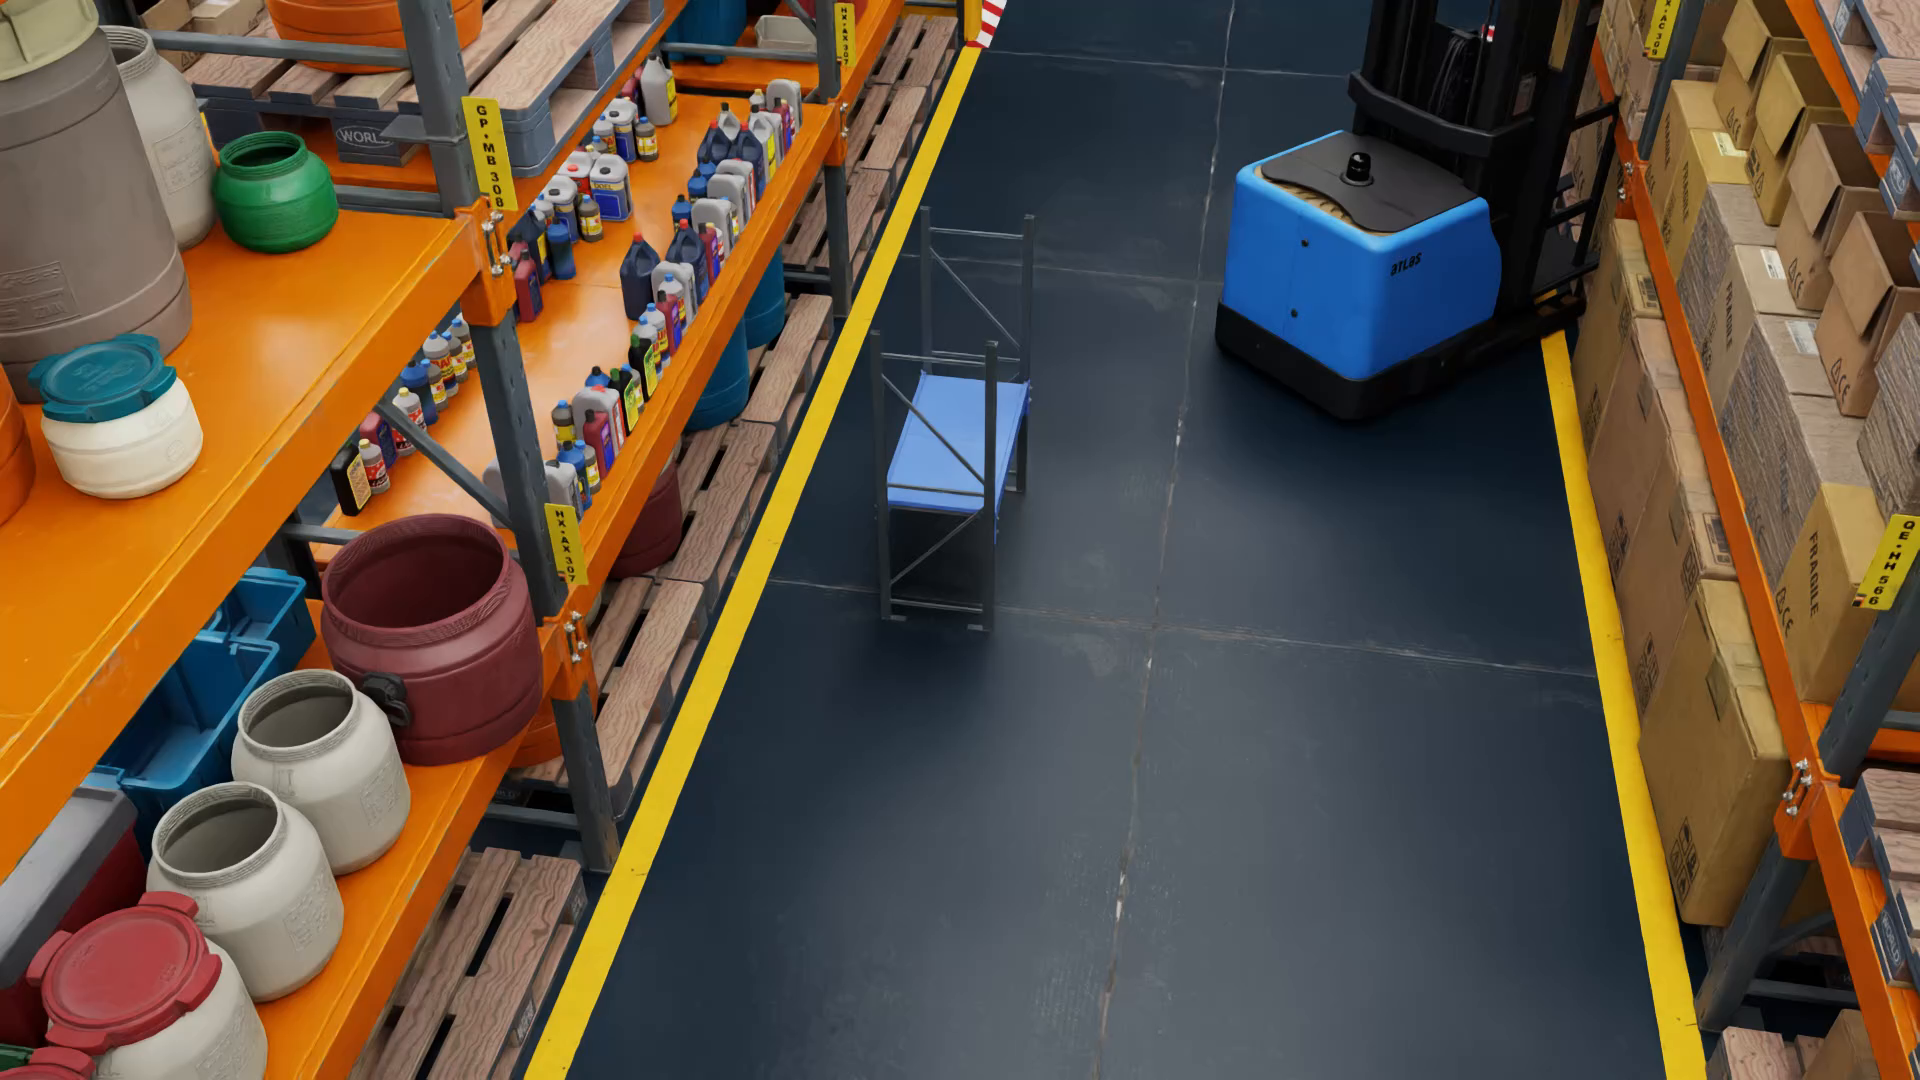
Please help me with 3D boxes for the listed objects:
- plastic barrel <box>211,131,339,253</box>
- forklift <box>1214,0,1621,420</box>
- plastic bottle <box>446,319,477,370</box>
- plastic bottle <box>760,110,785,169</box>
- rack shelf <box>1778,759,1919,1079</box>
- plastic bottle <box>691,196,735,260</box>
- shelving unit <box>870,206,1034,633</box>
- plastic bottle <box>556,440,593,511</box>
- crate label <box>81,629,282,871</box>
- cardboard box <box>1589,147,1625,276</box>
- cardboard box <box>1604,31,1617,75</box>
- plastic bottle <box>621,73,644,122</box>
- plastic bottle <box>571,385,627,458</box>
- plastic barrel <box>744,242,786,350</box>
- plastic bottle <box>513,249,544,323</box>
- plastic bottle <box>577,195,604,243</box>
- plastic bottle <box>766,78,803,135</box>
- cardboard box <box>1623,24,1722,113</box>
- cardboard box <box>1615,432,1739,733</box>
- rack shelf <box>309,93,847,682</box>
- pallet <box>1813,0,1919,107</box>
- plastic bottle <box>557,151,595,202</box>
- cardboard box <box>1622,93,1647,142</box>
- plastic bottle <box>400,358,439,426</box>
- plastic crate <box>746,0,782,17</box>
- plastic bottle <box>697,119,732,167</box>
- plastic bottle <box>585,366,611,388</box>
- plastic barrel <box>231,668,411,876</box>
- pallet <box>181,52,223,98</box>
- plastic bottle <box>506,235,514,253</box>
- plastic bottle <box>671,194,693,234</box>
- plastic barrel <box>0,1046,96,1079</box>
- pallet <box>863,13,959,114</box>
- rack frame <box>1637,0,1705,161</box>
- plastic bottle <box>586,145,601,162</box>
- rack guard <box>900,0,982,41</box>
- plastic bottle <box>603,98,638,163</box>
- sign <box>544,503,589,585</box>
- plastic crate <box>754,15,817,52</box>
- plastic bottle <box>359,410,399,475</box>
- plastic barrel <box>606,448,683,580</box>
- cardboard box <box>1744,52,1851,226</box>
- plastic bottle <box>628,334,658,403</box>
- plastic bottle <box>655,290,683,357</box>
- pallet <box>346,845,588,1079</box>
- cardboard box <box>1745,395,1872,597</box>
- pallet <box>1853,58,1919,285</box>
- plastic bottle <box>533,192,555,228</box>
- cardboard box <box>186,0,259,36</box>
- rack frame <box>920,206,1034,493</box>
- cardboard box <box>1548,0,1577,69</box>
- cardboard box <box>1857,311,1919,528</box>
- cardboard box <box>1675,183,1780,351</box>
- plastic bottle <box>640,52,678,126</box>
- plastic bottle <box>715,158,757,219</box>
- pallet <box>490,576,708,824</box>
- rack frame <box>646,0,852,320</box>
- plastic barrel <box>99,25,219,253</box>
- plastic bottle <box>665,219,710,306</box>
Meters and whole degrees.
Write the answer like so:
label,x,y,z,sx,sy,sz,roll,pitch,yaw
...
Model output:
label,x,y,z,sx,sy,sz,roll,pitch,yaw
plastic barrel,-1.799,-0.913,4.365,0.294,0.245,0.294,0,40,0
forklift,2.871,-2.505,8.576,3.031,2.935,1.130,-26,46,-28
plastic bottle,-1.978,-0.783,6.596,0.097,0.201,0.097,0,40,0
plastic bottle,-0.928,-1.928,7.922,0.152,0.276,0.135,6,40,8
rack shelf,2.725,2.101,3.516,1.077,0.370,4.000,6,40,8
plastic bottle,-1.079,-1.381,7.261,0.152,0.276,0.135,6,40,8
shelving unit,-0.015,-0.524,7.304,0.538,1.500,1.048,6,40,8
plastic bottle,-1.367,-0.233,5.876,0.097,0.271,0.097,0,40,0
crate label,-2.245,0.603,4.736,0.502,0.435,0.616,6,40,8
cardboard box,3.956,-1.690,8.875,0.875,0.875,0.875,6,40,8
cardboard box,3.627,-2.556,8.782,0.380,0.149,0.250,7,40,9
plastic bottle,-1.622,-2.176,8.216,0.061,0.283,0.133,6,40,8
plastic bottle,-1.334,-0.456,6.141,0.152,0.276,0.135,6,40,8
plastic barrel,-1.226,-1.501,8.626,0.600,0.901,0.708,6,40,8
plastic bottle,-1.786,-1.051,6.855,0.061,0.283,0.133,6,40,8
plastic bottle,-1.645,-1.434,7.383,0.097,0.201,0.097,0,40,0
plastic bottle,-0.865,-2.157,8.199,0.152,0.276,0.135,6,40,8
cardboard box,3.581,-2.304,8.164,0.500,0.250,0.500,6,40,7
cardboard box,3.373,0.236,6.545,1.225,0.875,0.875,7,40,8
rack shelf,-1.461,-0.955,7.213,1.077,0.370,4.000,6,40,8
pallet,3.321,-1.627,5.254,1.003,0.211,1.213,8,40,10
plastic bottle,-1.731,-1.610,7.538,0.152,0.276,0.135,6,40,8
cardboard box,3.493,-2.072,8.196,0.380,0.149,0.250,7,40,8
plastic bottle,-2.046,-0.566,6.278,0.097,0.271,0.097,0,40,0
plastic crate,-1.186,-3.137,9.456,0.437,0.125,0.590,6,40,8
plastic bottle,-1.126,-1.756,7.655,0.144,0.351,0.185,6,40,8
plastic bottle,-1.347,-0.530,6.235,0.097,0.271,0.097,0,40,0
plastic barrel,-1.775,0.649,4.620,0.421,0.512,0.421,0,40,0
pallet,-5.664,-3.160,11.504,1.003,0.211,1.213,6,40,8
plastic bottle,-1.904,-1.150,6.976,0.061,0.283,0.133,6,40,8
plastic bottle,-1.205,-1.381,7.265,0.097,0.271,0.097,0,40,0
plastic barrel,-1.991,1.444,3.640,0.433,0.535,0.433,0,40,0
pallet,-0.604,-3.410,11.806,1.003,0.211,1.213,6,40,8
rack frame,3.763,-1.942,7.841,1.000,3.000,0.127,6,40,8
plastic bottle,-1.714,-1.741,7.755,0.097,0.201,0.097,0,40,0
rack guard,-0.431,-4.051,12.354,1.175,0.500,0.348,6,40,8
plastic bottle,-1.634,-1.962,7.963,0.152,0.276,0.135,6,40,8
sign,-1.264,0.016,5.345,0.100,0.325,0.005,6,40,8
plastic crate,-0.894,-2.686,8.901,0.396,0.136,0.243,6,40,8
plastic bottle,-2.117,-0.378,6.042,0.061,0.283,0.133,6,40,8
plastic barrel,-1.544,-0.227,7.331,0.600,0.588,0.708,6,40,8
cardboard box,3.531,-1.535,6.484,0.797,0.503,0.637,7,40,8
plastic bottle,-1.226,-0.683,6.410,0.061,0.283,0.133,6,40,8
plastic bottle,-1.169,-0.888,6.659,0.061,0.283,0.133,6,40,8
pallet,-1.979,1.579,5.771,1.003,0.211,1.213,6,40,8
cardboard box,3.004,-0.119,5.558,0.500,0.500,0.500,6,40,7
pallet,3.130,-0.924,4.405,1.213,0.211,1.003,8,40,10
plastic bottle,-1.818,-1.393,7.279,0.097,0.271,0.097,0,40,0
cardboard box,-5.346,-3.695,11.775,0.500,0.250,0.500,6,40,8
rack frame,0.073,-0.844,7.690,0.500,1.500,0.032,6,40,8
cardboard box,4.424,-3.384,10.924,0.875,0.875,0.875,6,40,8
cardboard box,3.214,-0.313,5.006,0.797,0.503,0.637,8,40,9
cardboard box,3.264,-1.089,6.732,0.500,0.500,0.500,6,40,7
plastic bottle,-1.502,-2.258,8.263,0.144,0.351,0.185,6,40,8
plastic bottle,-1.015,-1.611,7.539,0.152,0.276,0.135,6,40,8
pallet,-1.712,0.598,6.958,1.003,0.211,1.213,6,40,8
rack frame,-1.115,-2.488,8.502,1.000,3.000,0.127,6,40,8
plastic barrel,-2.163,-1.015,4.279,0.421,0.512,0.421,0,40,0
plastic bottle,-1.142,-1.164,6.940,0.144,0.351,0.185,6,40,8
